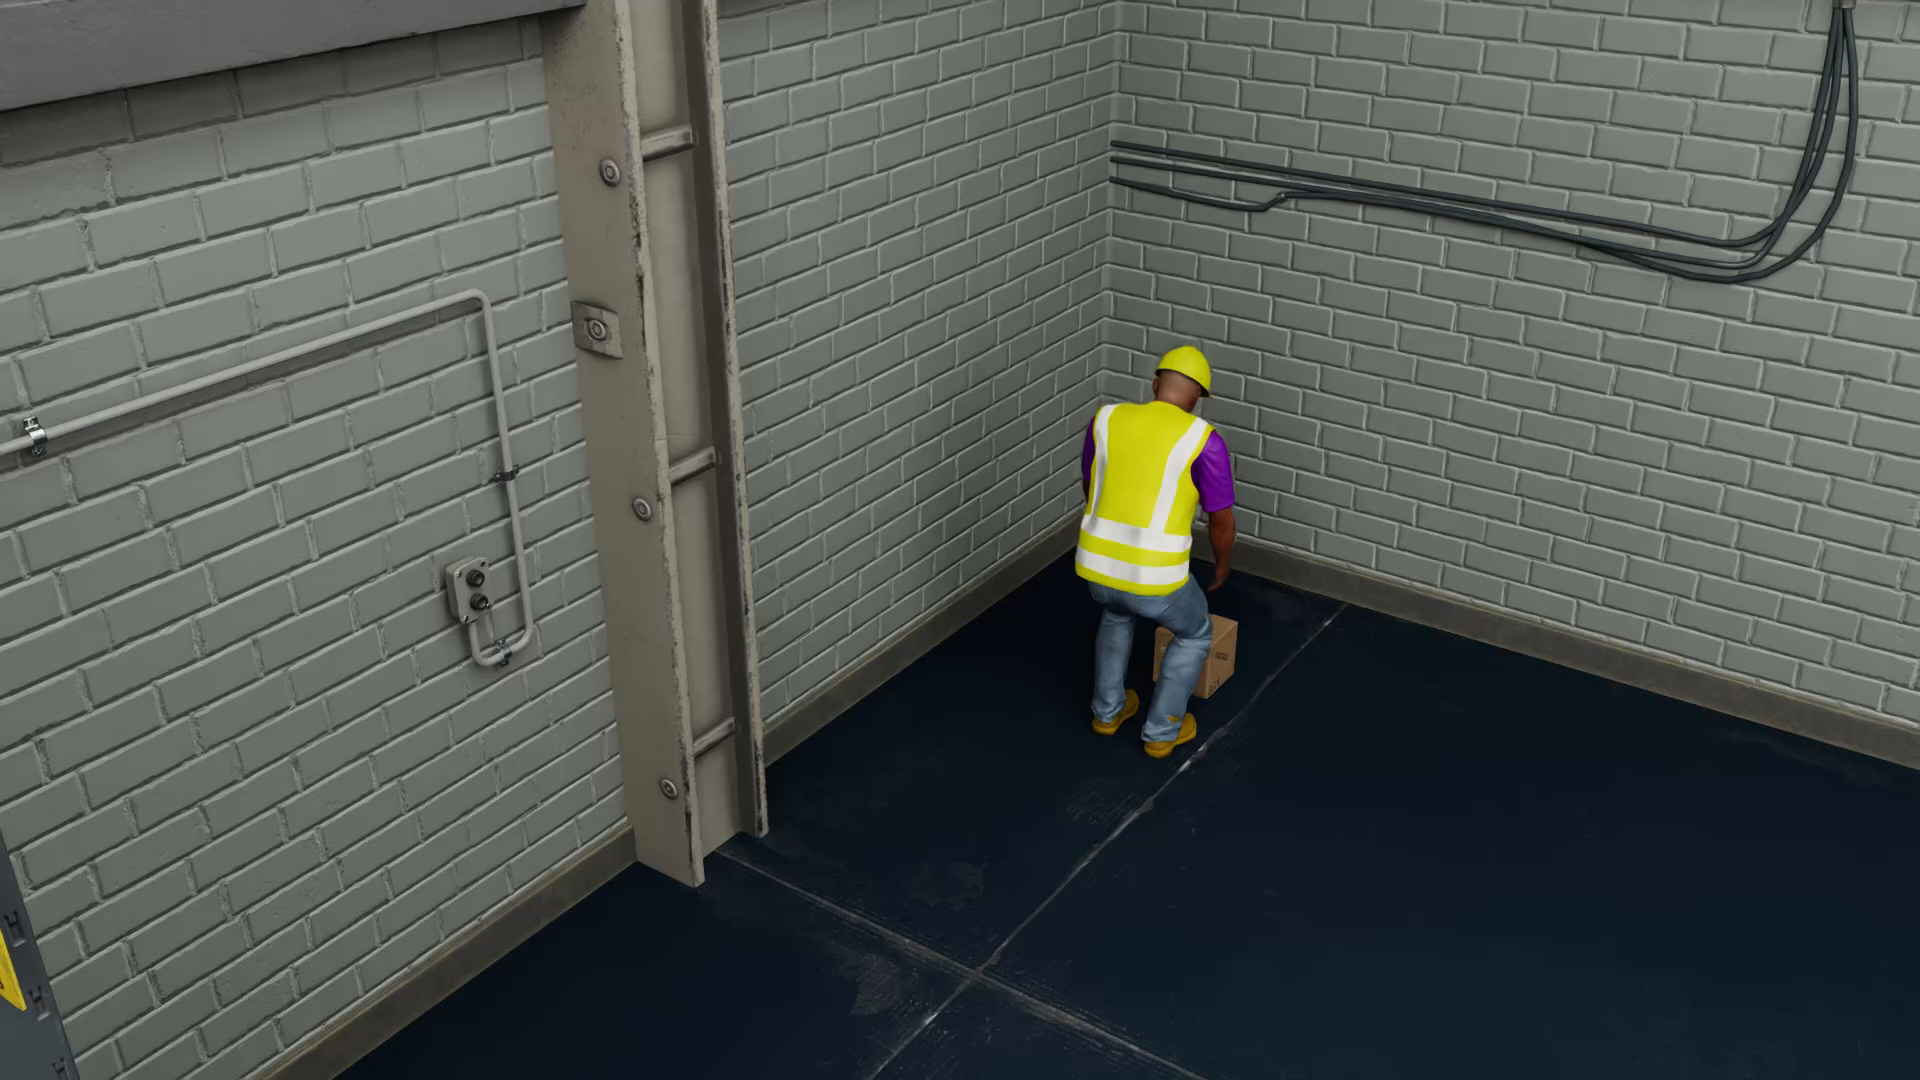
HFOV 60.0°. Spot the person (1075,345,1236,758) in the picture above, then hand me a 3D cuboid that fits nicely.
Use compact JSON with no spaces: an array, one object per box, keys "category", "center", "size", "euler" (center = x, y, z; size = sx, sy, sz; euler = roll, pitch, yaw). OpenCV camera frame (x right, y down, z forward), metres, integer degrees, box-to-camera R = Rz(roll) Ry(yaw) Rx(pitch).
[{"category":"person","center":[0.704,0.049,6.271],"size":[0.627,1.517,0.687],"euler":[17,32,31]}]
